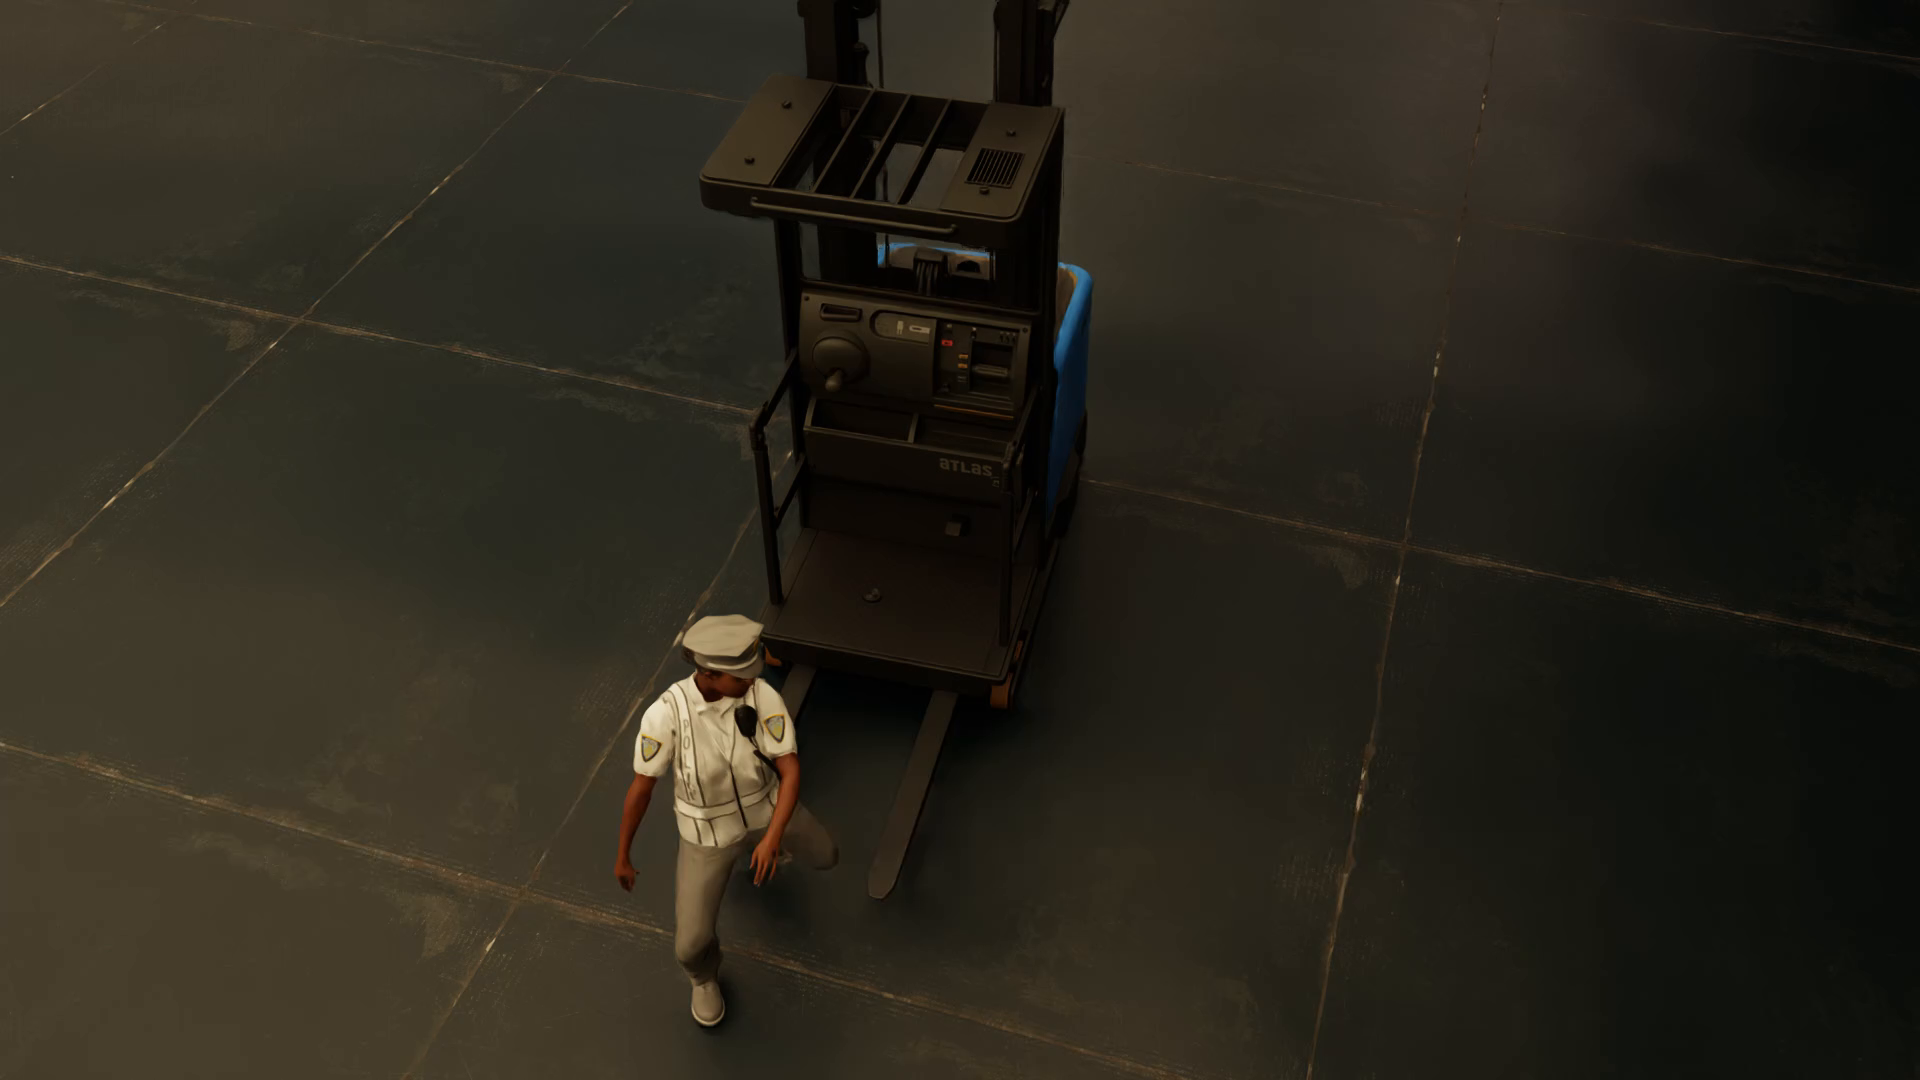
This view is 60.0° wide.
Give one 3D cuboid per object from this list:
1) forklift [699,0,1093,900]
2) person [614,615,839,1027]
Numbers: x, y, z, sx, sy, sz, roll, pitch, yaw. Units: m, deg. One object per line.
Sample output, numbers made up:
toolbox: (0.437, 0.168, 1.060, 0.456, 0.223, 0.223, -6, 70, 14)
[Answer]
forklift: (-0.233, -0.647, 6.384, 1.130, 2.935, 3.031, 10, 44, 10)
person: (-0.795, 0.977, 5.650, 0.792, 1.541, 0.801, -24, 48, -24)
